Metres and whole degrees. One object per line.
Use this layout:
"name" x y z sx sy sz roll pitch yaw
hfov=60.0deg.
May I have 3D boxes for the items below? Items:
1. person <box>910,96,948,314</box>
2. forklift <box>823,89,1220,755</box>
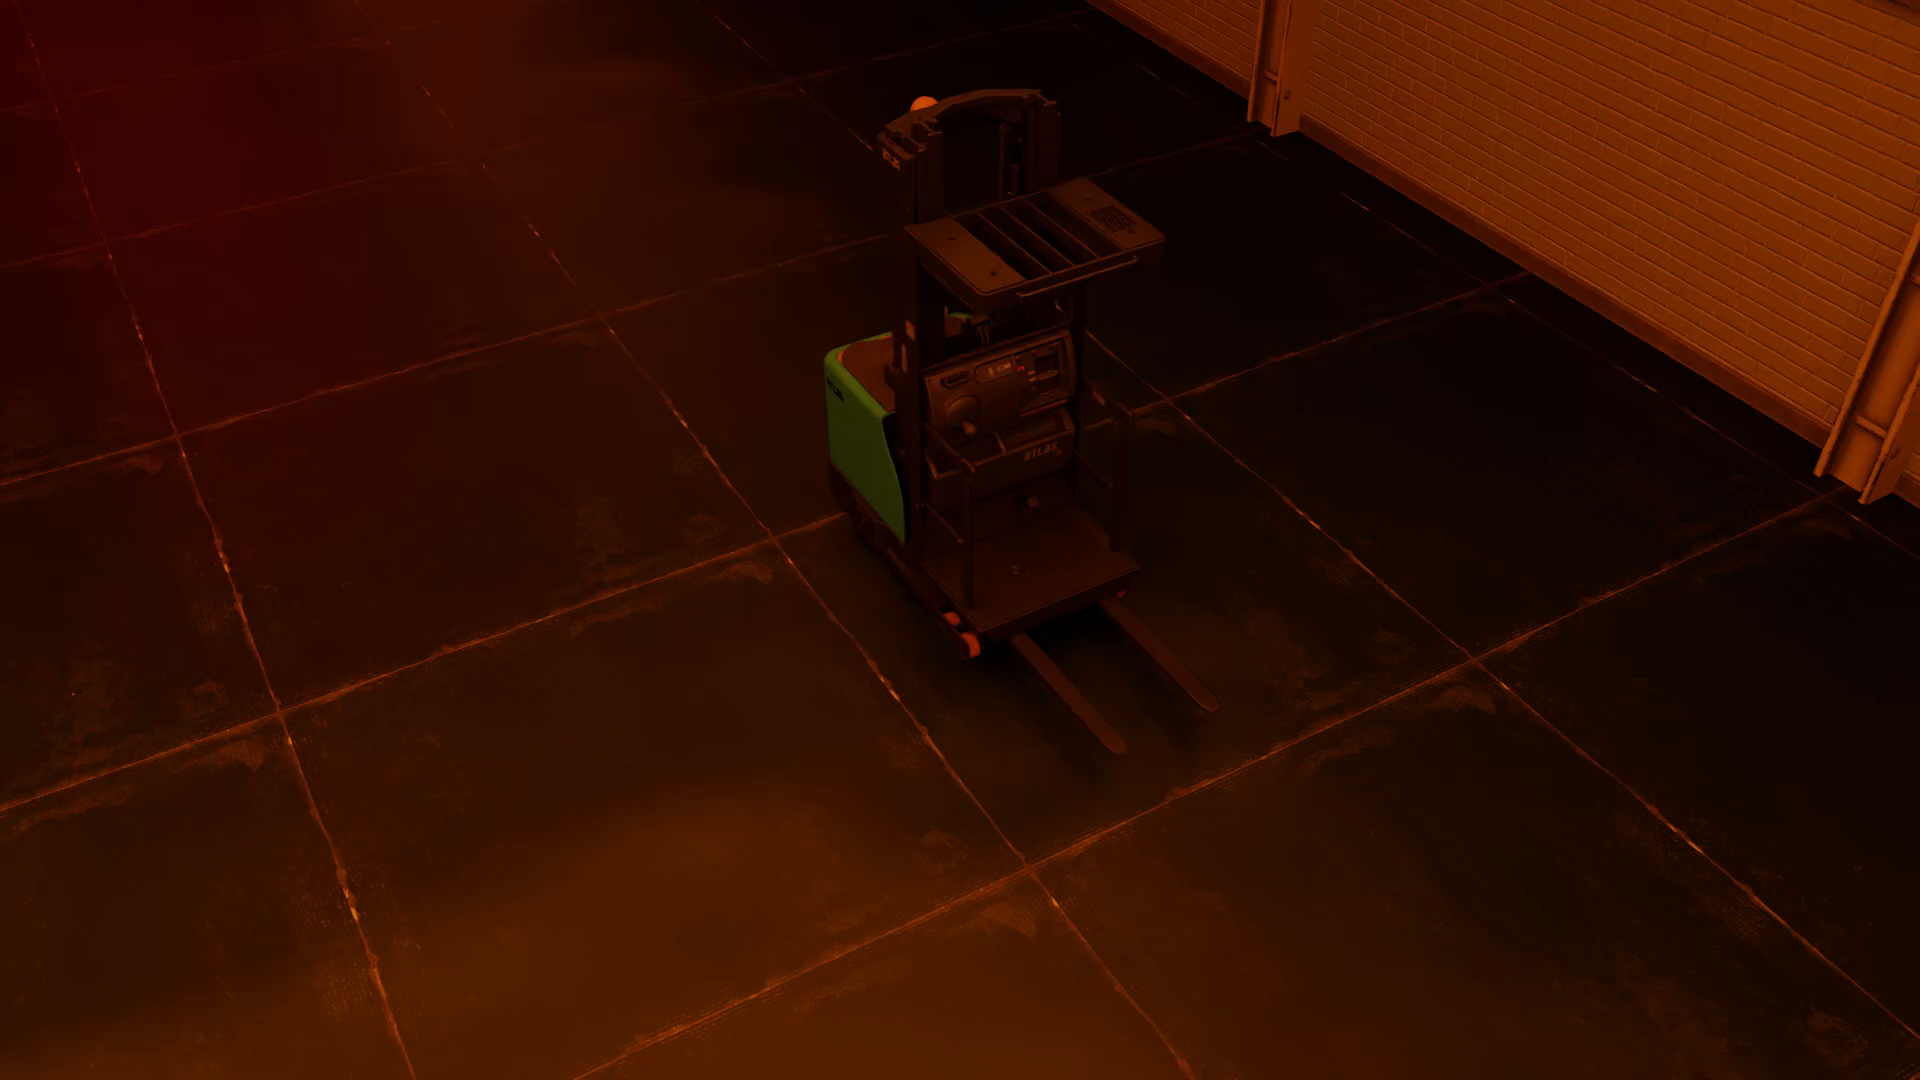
"person" -0.275 -2.258 11.666 0.431 1.772 0.648 -7 40 -8
"forklift" 0.339 -0.783 8.980 1.130 2.935 3.031 -21 44 -23
